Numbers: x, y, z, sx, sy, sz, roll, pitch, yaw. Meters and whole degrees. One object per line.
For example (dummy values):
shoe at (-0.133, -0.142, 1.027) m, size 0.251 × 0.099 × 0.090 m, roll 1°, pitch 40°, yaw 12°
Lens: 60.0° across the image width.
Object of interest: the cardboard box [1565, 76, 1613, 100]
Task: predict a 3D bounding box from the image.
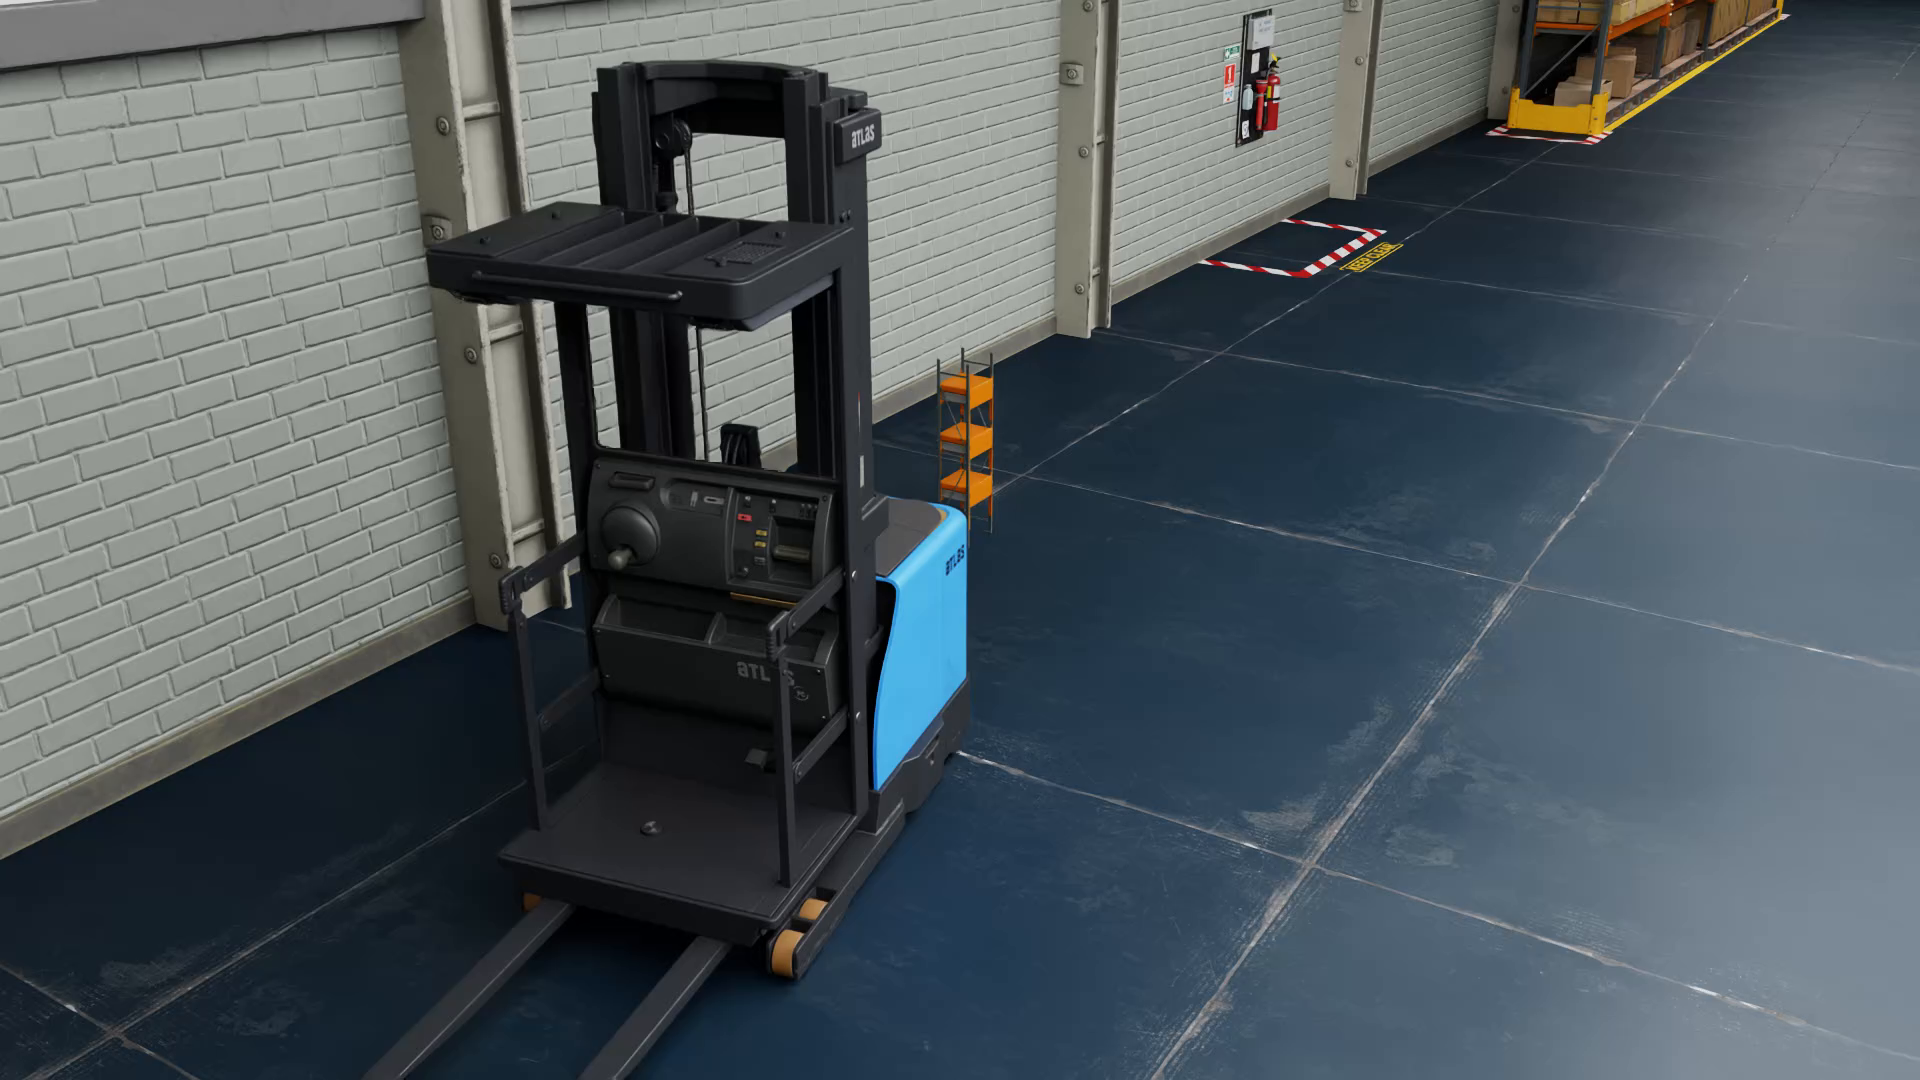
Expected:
cardboard box at (8.395, -6.041, 22.258) m, size 0.500 × 0.311 × 0.500 m, roll 16°, pitch 28°, yaw 33°

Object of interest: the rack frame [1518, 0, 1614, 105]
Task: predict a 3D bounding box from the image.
rack frame at (7.653, -6.665, 20.871) m, size 1.000 × 3.000 × 0.127 m, roll 14°, pitch 27°, yaw 29°

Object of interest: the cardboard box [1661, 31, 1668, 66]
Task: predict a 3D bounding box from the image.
cardboard box at (10.367, -7.507, 25.408) m, size 0.700 × 0.500 × 0.500 m, roll 13°, pitch 27°, yaw 28°

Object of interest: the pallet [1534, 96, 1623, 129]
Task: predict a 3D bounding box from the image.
pallet at (8.151, -5.678, 22.101) m, size 1.003 × 0.211 × 1.213 m, roll 14°, pitch 27°, yaw 29°

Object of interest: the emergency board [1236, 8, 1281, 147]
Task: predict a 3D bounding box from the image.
emergency board at (2.786, -4.232, 15.250) m, size 0.194 × 1.169 × 0.643 m, roll 14°, pitch 27°, yaw 29°

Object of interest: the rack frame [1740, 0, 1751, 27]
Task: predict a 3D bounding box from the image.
rack frame at (13.983, -10.716, 30.227) m, size 1.000 × 3.000 × 0.127 m, roll 14°, pitch 27°, yaw 29°

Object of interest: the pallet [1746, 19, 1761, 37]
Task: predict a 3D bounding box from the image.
pallet at (14.450, -9.676, 31.336) m, size 1.003 × 0.211 × 1.213 m, roll 14°, pitch 27°, yaw 29°

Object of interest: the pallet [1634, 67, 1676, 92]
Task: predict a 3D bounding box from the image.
pallet at (10.172, -6.999, 25.152) m, size 1.003 × 0.211 × 1.213 m, roll 14°, pitch 27°, yaw 29°

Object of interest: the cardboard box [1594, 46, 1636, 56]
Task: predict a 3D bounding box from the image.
cardboard box at (9.249, -6.712, 23.570) m, size 0.500 × 0.500 × 0.500 m, roll 12°, pitch 26°, yaw 25°

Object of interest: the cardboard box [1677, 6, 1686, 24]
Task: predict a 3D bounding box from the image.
cardboard box at (11.183, -8.331, 26.368) m, size 0.500 × 0.250 × 0.500 m, roll 14°, pitch 27°, yaw 30°

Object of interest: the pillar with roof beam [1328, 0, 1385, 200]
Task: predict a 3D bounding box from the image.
pillar with roof beam at (7.780, -6.909, 13.882) m, size 9.100 × 9.000 × 0.400 m, roll 14°, pitch 27°, yaw 29°

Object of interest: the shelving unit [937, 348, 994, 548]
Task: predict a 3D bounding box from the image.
shelving unit at (0.028, -0.500, 9.083) m, size 0.215 × 1.050 × 0.252 m, roll 14°, pitch 27°, yaw 29°

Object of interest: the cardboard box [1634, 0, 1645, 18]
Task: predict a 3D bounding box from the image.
cardboard box at (8.716, -7.053, 21.930) m, size 0.500 × 0.250 × 0.500 m, roll 13°, pitch 27°, yaw 28°

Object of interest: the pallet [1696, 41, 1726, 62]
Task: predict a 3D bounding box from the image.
pallet at (12.353, -8.336, 28.241) m, size 1.003 × 0.211 × 1.213 m, roll 14°, pitch 27°, yaw 29°

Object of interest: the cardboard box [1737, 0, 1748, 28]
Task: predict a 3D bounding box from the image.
cardboard box at (13.750, -9.675, 30.001) m, size 0.750 × 0.750 × 0.750 m, roll 14°, pitch 27°, yaw 30°

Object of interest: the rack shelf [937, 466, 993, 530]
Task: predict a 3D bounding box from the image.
rack shelf at (0.028, -0.235, 9.198) m, size 0.215 × 0.259 × 0.240 m, roll 14°, pitch 27°, yaw 29°

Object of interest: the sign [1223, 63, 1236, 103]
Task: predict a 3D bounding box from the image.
sign at (2.407, -4.083, 14.861) m, size 0.001 × 0.329 × 0.234 m, roll 14°, pitch 27°, yaw 29°

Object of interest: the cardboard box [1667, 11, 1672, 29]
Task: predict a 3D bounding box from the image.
cardboard box at (10.638, -7.992, 25.584) m, size 0.500 × 0.250 × 0.500 m, roll 13°, pitch 27°, yaw 27°

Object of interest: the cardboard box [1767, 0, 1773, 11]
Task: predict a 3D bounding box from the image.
cardboard box at (15.808, -10.854, 33.165) m, size 0.700 × 0.500 × 0.500 m, roll 14°, pitch 27°, yaw 29°

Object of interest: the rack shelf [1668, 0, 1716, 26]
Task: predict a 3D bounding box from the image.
rack shelf at (10.818, -8.360, 25.692) m, size 1.077 × 0.370 × 4.000 m, roll 14°, pitch 27°, yaw 29°

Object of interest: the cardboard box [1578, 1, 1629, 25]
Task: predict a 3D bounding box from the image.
cardboard box at (8.180, -6.704, 21.124) m, size 0.500 × 0.250 × 0.500 m, roll 13°, pitch 27°, yaw 27°

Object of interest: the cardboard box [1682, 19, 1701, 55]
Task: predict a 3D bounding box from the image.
cardboard box at (11.537, -8.166, 26.931) m, size 0.700 × 0.500 × 0.500 m, roll 14°, pitch 27°, yaw 30°

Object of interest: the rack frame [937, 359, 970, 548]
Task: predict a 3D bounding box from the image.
rack frame at (-0.036, -0.459, 8.988) m, size 0.200 × 1.050 × 0.008 m, roll 14°, pitch 27°, yaw 29°

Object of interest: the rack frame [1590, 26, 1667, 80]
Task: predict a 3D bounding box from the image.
rack frame at (9.763, -8.015, 23.990) m, size 1.000 × 3.000 × 0.127 m, roll 14°, pitch 27°, yaw 29°

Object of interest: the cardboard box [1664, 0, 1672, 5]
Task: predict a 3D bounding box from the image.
cardboard box at (9.770, -7.732, 23.500) m, size 0.500 × 0.250 × 0.500 m, roll 14°, pitch 27°, yaw 29°

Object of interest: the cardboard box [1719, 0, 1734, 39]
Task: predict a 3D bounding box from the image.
cardboard box at (12.840, -9.087, 28.642) m, size 0.750 × 0.750 × 0.750 m, roll 14°, pitch 27°, yaw 29°

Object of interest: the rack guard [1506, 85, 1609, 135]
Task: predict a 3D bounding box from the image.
rack guard at (7.693, -5.544, 21.427) m, size 1.175 × 0.500 × 0.348 m, roll 14°, pitch 27°, yaw 29°

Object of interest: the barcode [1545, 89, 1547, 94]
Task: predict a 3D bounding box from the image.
barcode at (7.764, -5.942, 22.020) m, size 0.001 × 0.075 × 0.075 m, roll 14°, pitch 27°, yaw 29°

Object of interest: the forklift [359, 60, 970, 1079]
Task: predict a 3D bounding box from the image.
forklift at (-0.950, -0.016, 5.597) m, size 1.130 × 2.935 × 3.031 m, roll 8°, pitch 25°, yaw 19°

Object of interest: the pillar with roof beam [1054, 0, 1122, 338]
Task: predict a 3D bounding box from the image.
pillar with roof beam at (4.615, -4.884, 9.204) m, size 9.100 × 9.000 × 0.400 m, roll 14°, pitch 27°, yaw 29°

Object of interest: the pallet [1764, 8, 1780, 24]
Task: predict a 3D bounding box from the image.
pallet at (15.737, -10.500, 33.238) m, size 1.003 × 0.211 × 1.213 m, roll 14°, pitch 27°, yaw 29°

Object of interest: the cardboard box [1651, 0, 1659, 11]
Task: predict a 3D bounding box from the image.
cardboard box at (9.248, -7.393, 22.716) m, size 0.500 × 0.250 × 0.500 m, roll 14°, pitch 27°, yaw 29°

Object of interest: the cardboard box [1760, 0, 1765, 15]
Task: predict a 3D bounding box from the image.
cardboard box at (15.280, -10.515, 32.382) m, size 0.700 × 0.500 × 0.500 m, roll 13°, pitch 27°, yaw 27°

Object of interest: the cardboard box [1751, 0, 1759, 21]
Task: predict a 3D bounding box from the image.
cardboard box at (14.732, -10.161, 31.564) m, size 0.700 × 0.500 × 0.500 m, roll 14°, pitch 27°, yaw 28°

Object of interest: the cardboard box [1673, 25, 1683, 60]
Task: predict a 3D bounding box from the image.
cardboard box at (10.929, -7.843, 26.185) m, size 0.700 × 0.500 × 0.500 m, roll 14°, pitch 27°, yaw 29°

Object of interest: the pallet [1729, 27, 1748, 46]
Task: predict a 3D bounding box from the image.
pallet at (13.640, -9.160, 30.143) m, size 1.003 × 0.211 × 1.213 m, roll 14°, pitch 27°, yaw 29°
